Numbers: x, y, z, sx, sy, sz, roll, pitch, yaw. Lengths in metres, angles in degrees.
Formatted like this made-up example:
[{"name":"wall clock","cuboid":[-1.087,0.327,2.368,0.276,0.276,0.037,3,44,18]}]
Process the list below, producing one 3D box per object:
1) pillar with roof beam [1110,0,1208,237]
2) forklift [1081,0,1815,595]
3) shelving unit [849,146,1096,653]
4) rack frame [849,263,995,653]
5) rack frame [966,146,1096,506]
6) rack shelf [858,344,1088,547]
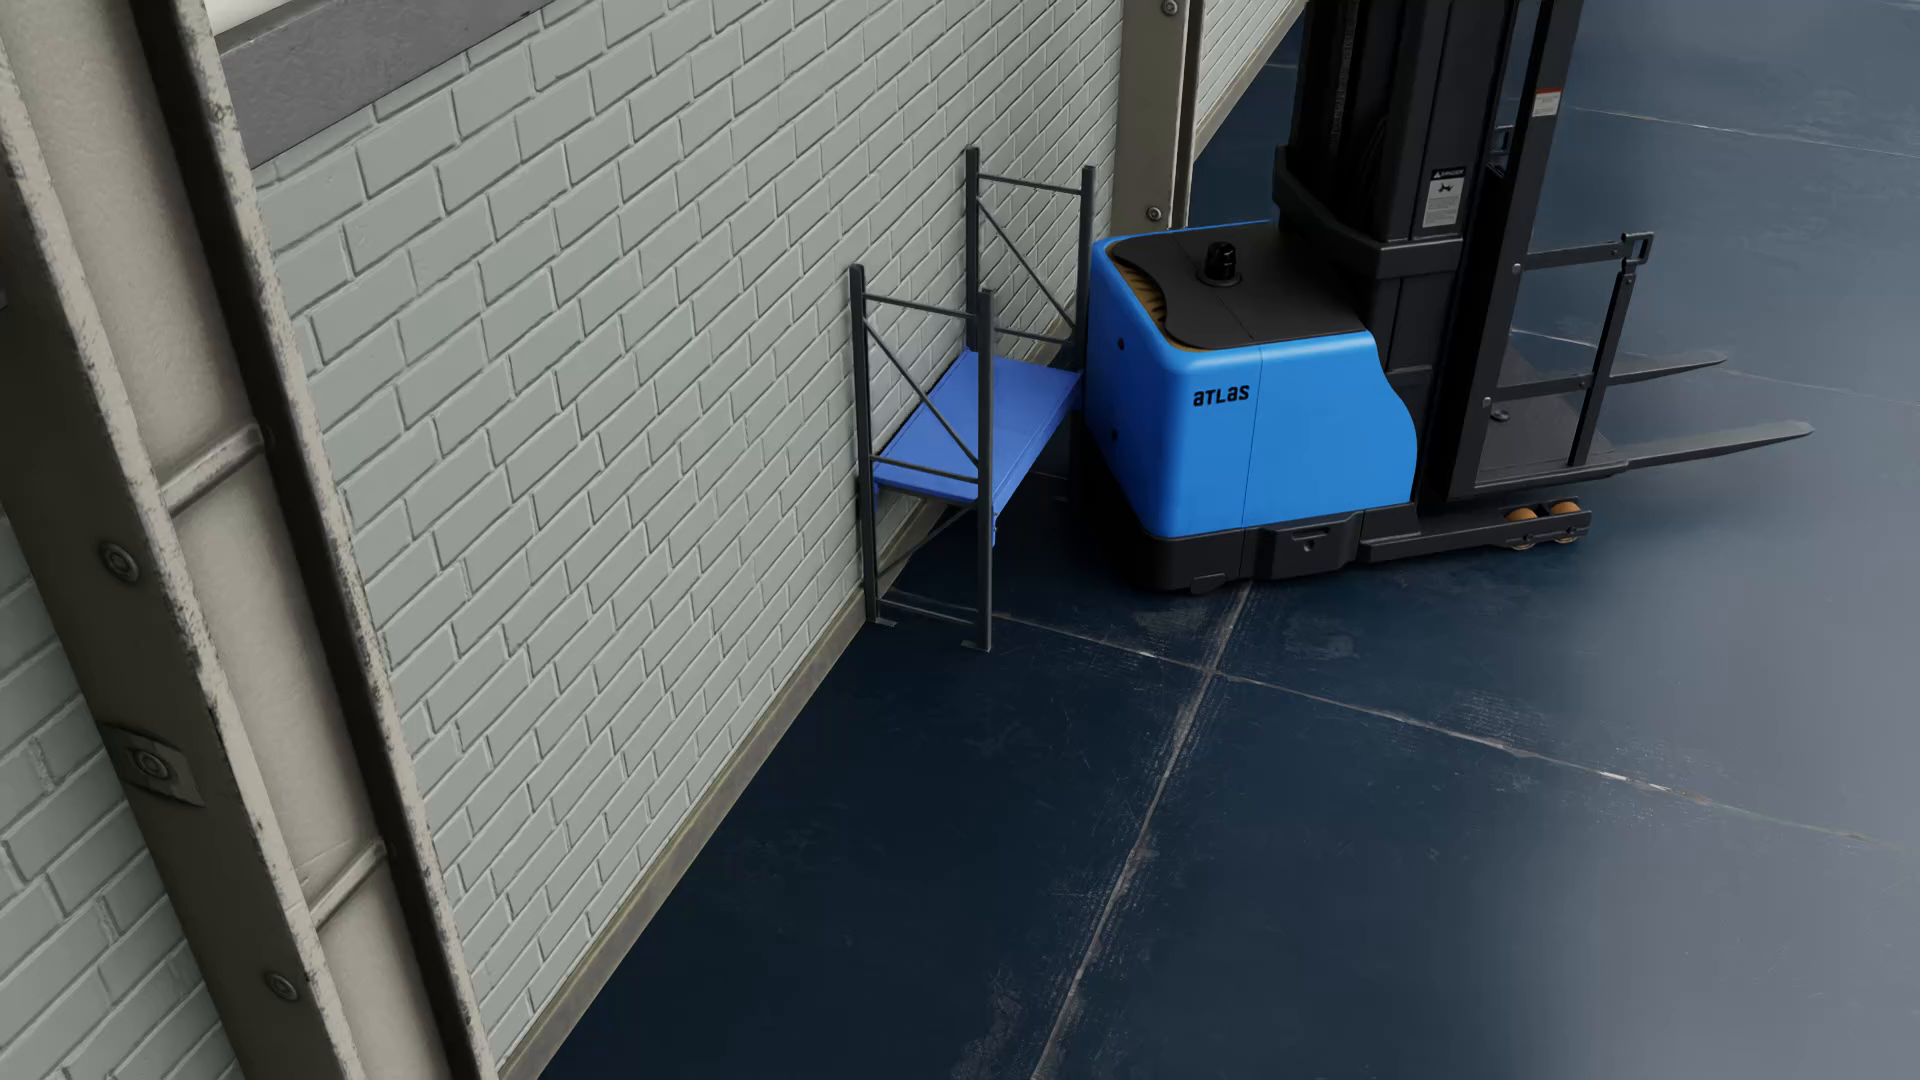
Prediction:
[{"name":"pillar with roof beam","cuboid":[4.954,-4.072,4.682,9.100,9.000,0.400,14,39,18]},{"name":"forklift","cuboid":[2.051,-1.432,6.218,3.031,2.935,1.130,-8,38,-11]},{"name":"shelving unit","cuboid":[0.068,-0.526,6.199,0.538,1.500,1.048,14,39,18]},{"name":"rack frame","cuboid":[-0.124,-0.244,5.822,0.500,1.500,0.032,14,39,18]},{"name":"rack frame","cuboid":[0.261,-0.807,6.576,0.500,1.500,0.032,14,39,18]},{"name":"rack shelf","cuboid":[0.069,-0.381,6.307,0.538,0.185,1.000,14,39,18]}]
